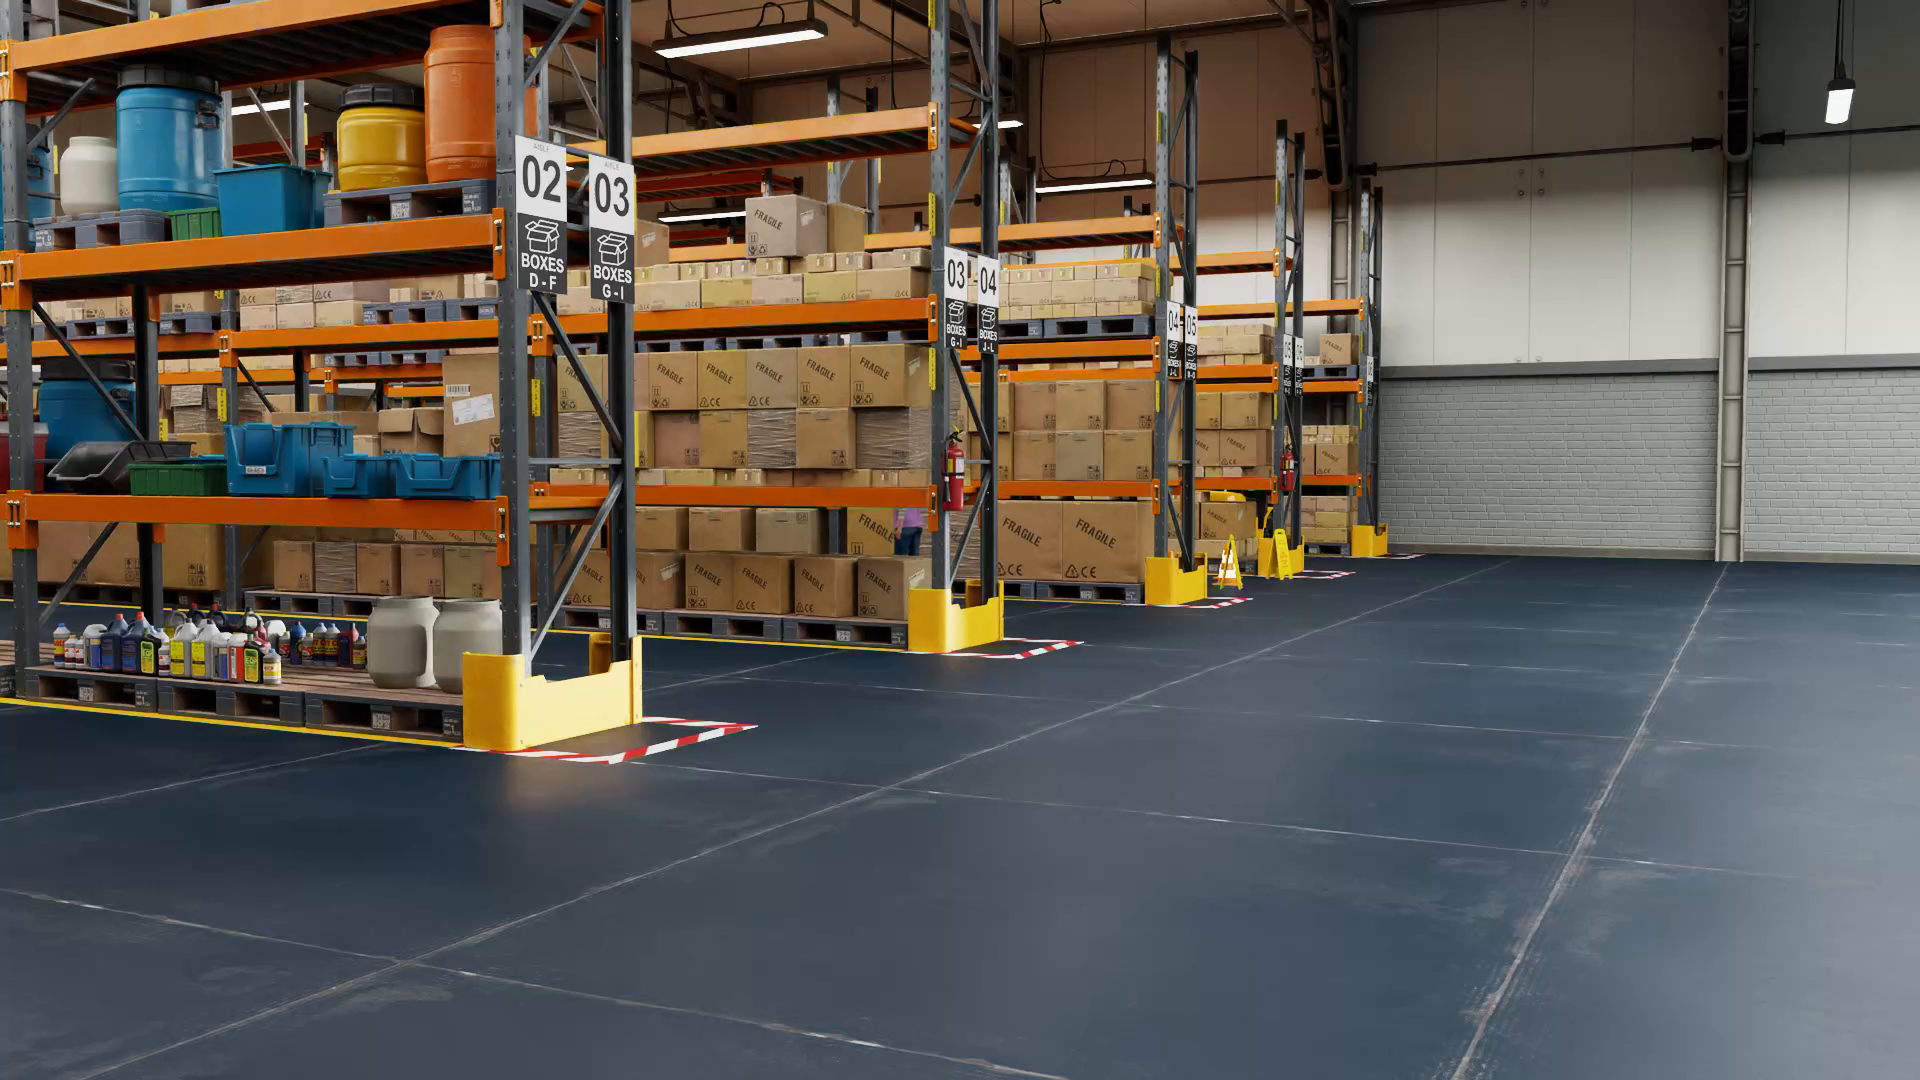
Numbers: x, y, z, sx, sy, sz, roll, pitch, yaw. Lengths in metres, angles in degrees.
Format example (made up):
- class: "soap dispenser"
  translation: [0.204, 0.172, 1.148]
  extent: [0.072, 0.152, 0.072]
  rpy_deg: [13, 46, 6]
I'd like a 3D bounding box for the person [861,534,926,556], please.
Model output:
- class: "person"
  translation: [-0.677, 0.325, 17.838]
  extent: [0.815, 0.763, 0.436]
  rpy_deg: [1, 3, 26]
